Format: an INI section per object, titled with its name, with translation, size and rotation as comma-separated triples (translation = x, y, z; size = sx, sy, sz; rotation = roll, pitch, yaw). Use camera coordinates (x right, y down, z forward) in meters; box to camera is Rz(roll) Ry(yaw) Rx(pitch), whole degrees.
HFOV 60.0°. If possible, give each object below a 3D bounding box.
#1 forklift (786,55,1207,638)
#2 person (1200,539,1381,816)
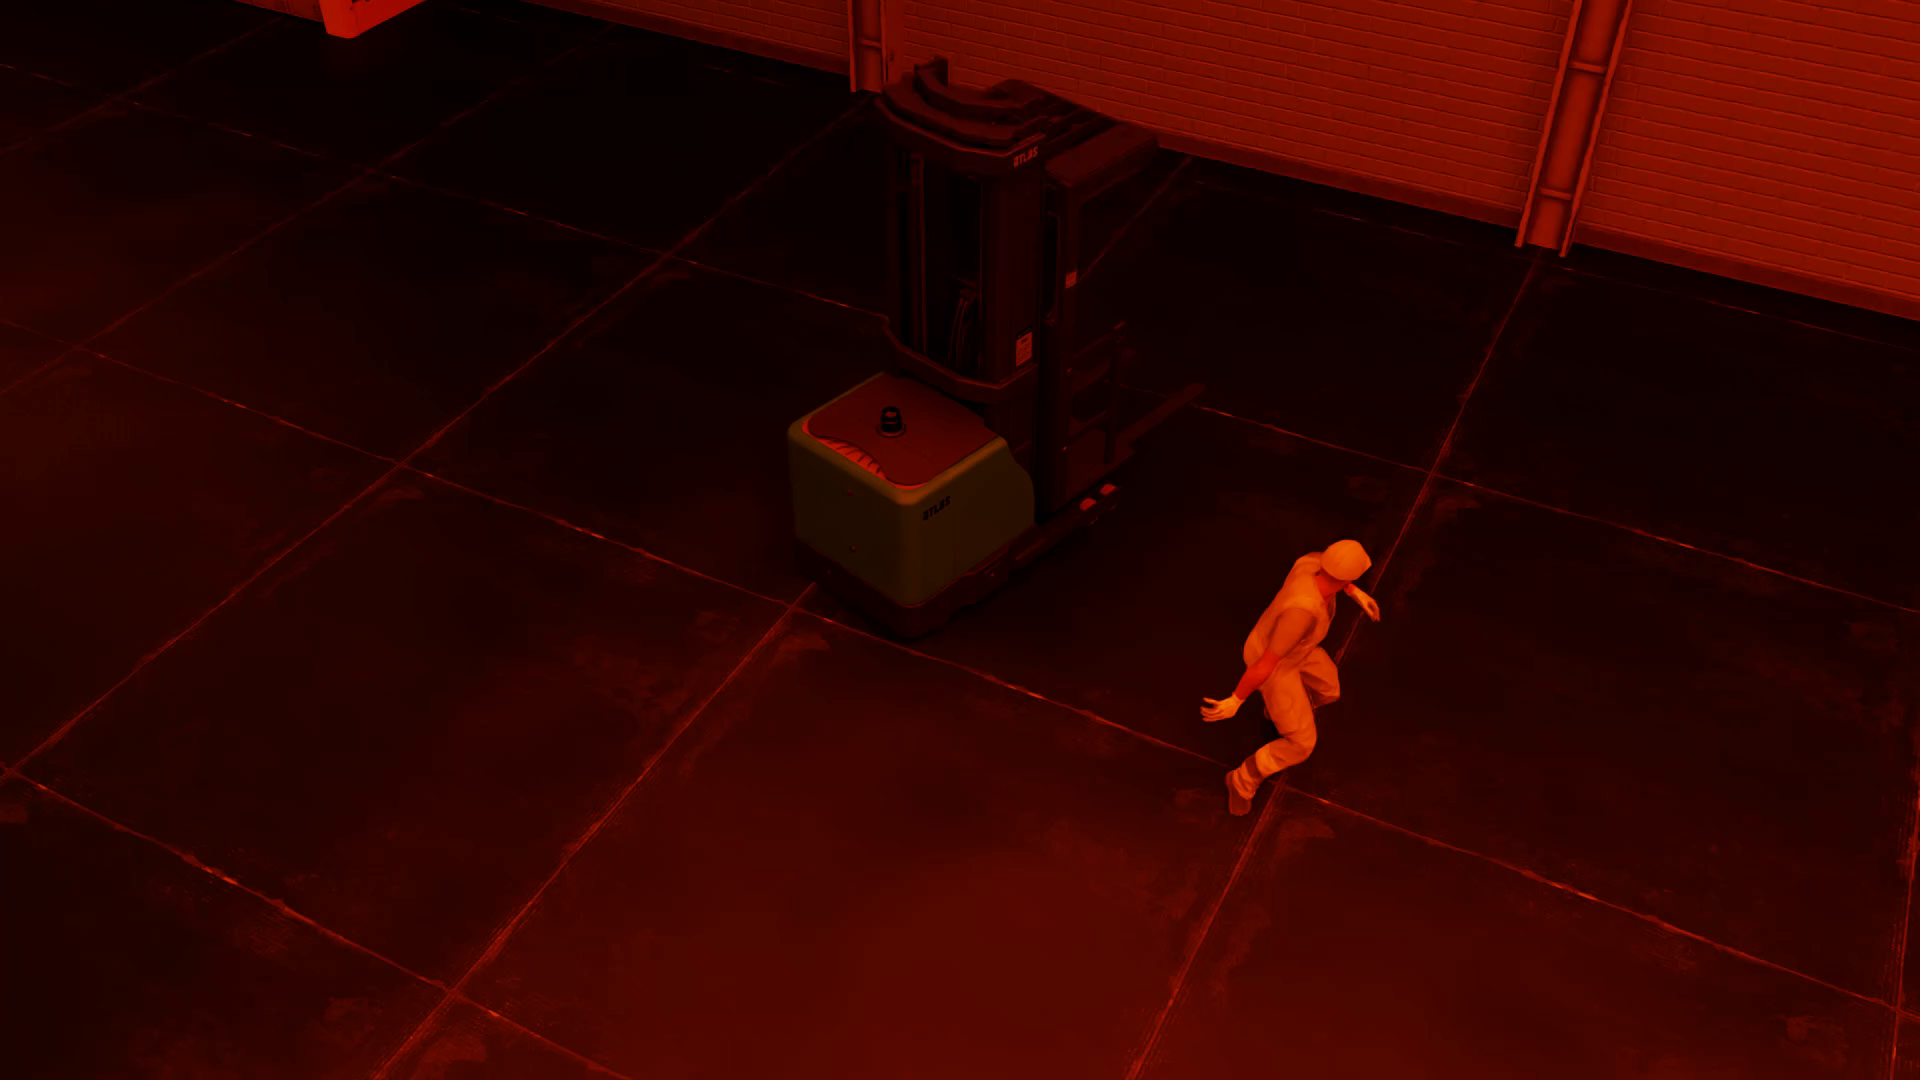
[forklift]
translation = 0.378, -1.421, 9.673
size = 1.130, 2.935, 3.031
rotation = 31, 49, 32
[person]
translation = 1.653, 0.657, 8.300
size = 0.550, 1.688, 1.051
rotation = 21, 45, 23
